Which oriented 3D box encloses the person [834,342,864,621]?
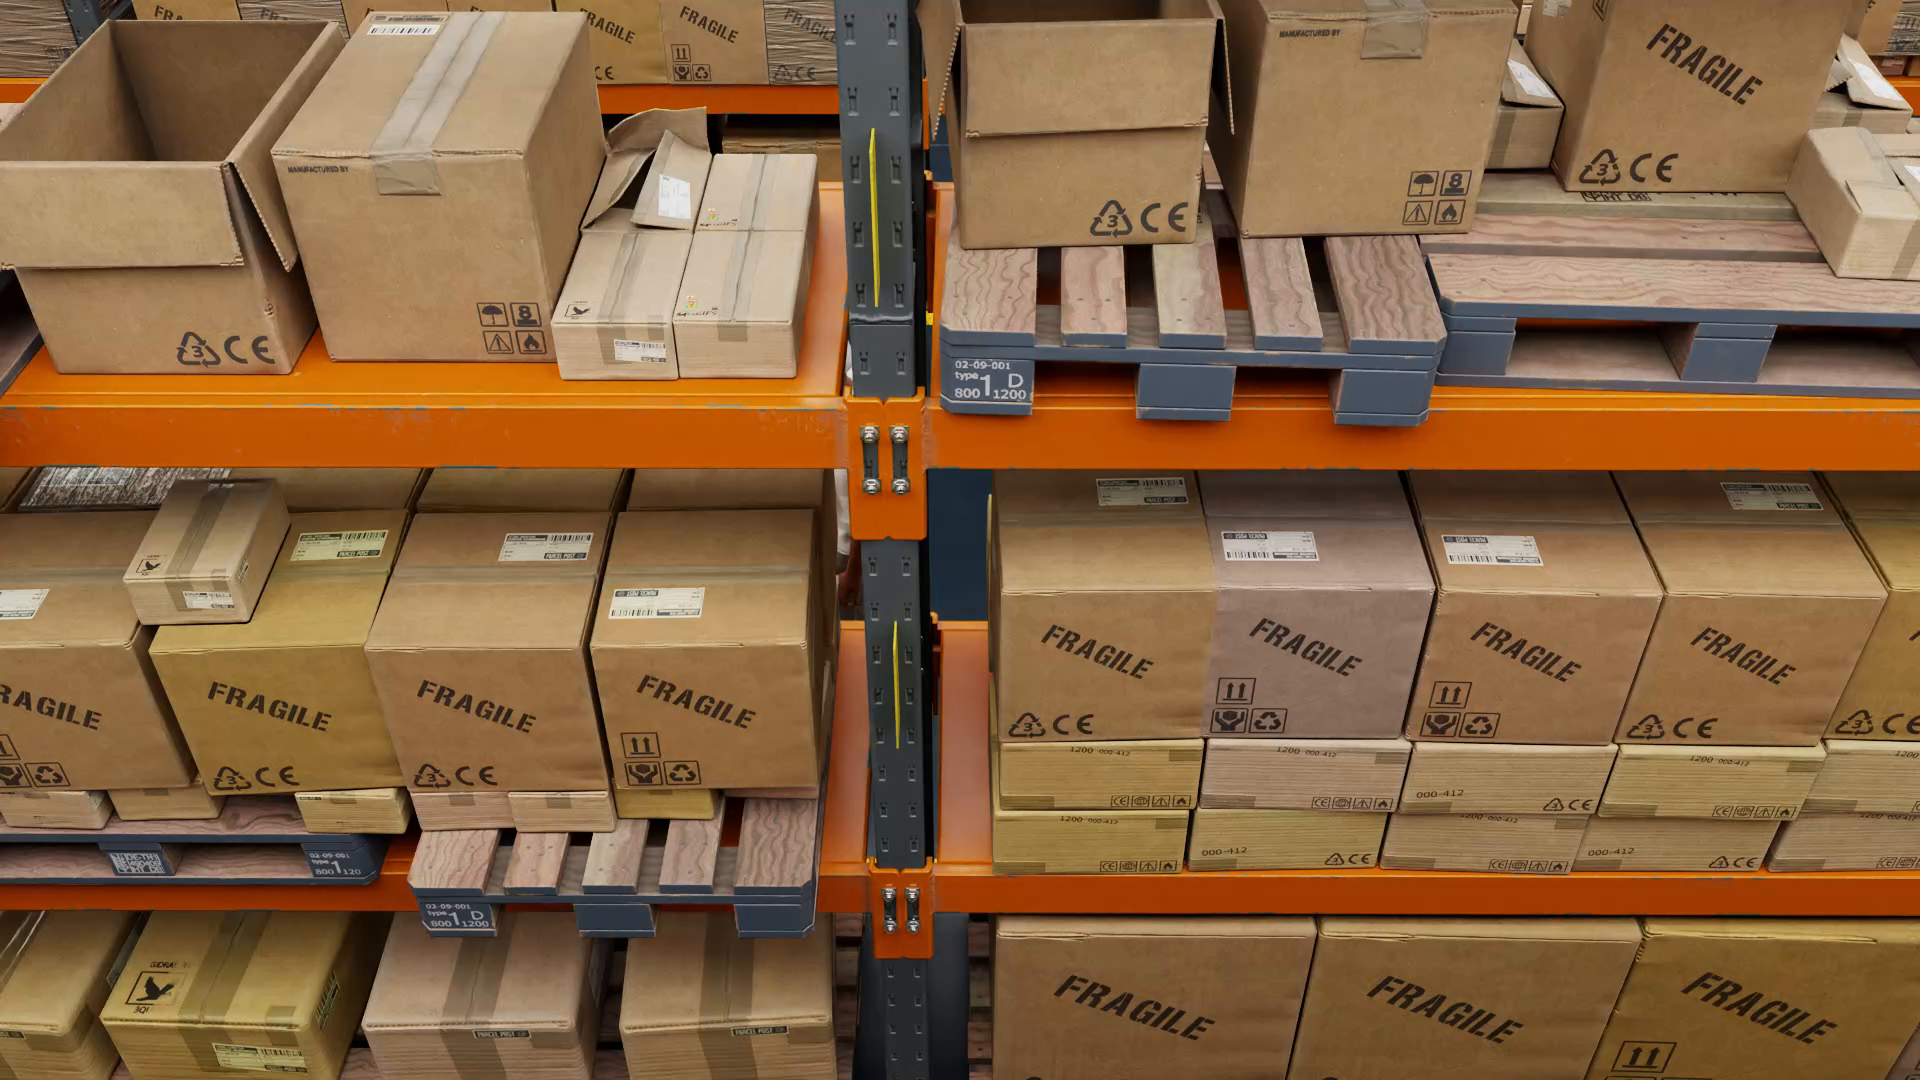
[{"bbox_3d":[-0.425,-0.047,6.202,0.461,1.755,0.634,-4,40,-5],"label":"person"}]
